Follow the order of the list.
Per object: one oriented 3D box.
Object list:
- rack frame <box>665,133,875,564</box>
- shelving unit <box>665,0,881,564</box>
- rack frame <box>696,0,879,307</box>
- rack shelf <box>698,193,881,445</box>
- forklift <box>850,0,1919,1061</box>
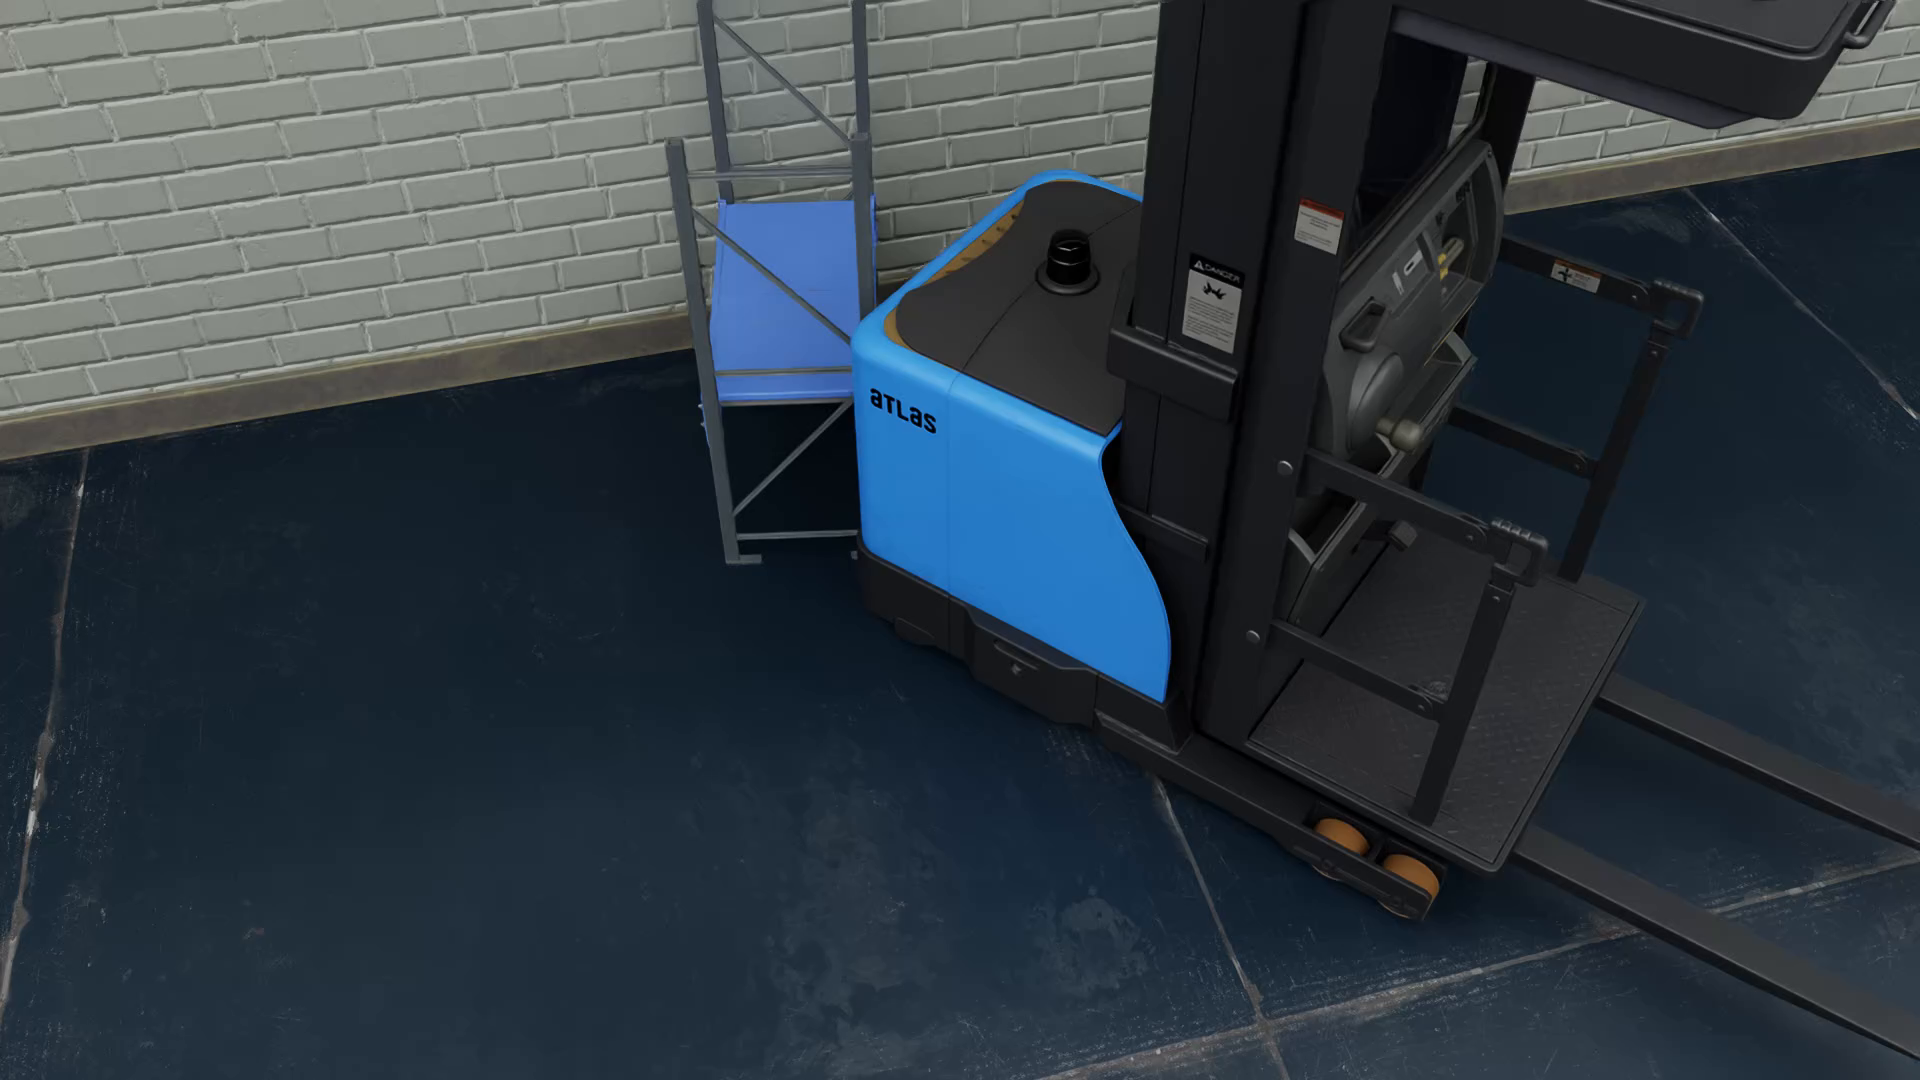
[{"bbox_3d":[-0.480,-0.470,4.660,0.500,1.500,0.032,-2,46,-2],"label":"rack frame"},{"bbox_3d":[-0.506,-0.832,5.015,0.538,1.500,1.048,-2,46,-2],"label":"shelving unit"},{"bbox_3d":[-0.533,-1.195,5.371,0.500,1.500,0.032,-2,46,-2],"label":"rack frame"},{"bbox_3d":[-0.506,-0.706,5.144,0.538,0.185,1.000,-2,46,-2],"label":"rack shelf"},{"bbox_3d":[1.199,-0.490,3.678,3.031,2.935,1.130,27,51,24],"label":"forklift"}]
